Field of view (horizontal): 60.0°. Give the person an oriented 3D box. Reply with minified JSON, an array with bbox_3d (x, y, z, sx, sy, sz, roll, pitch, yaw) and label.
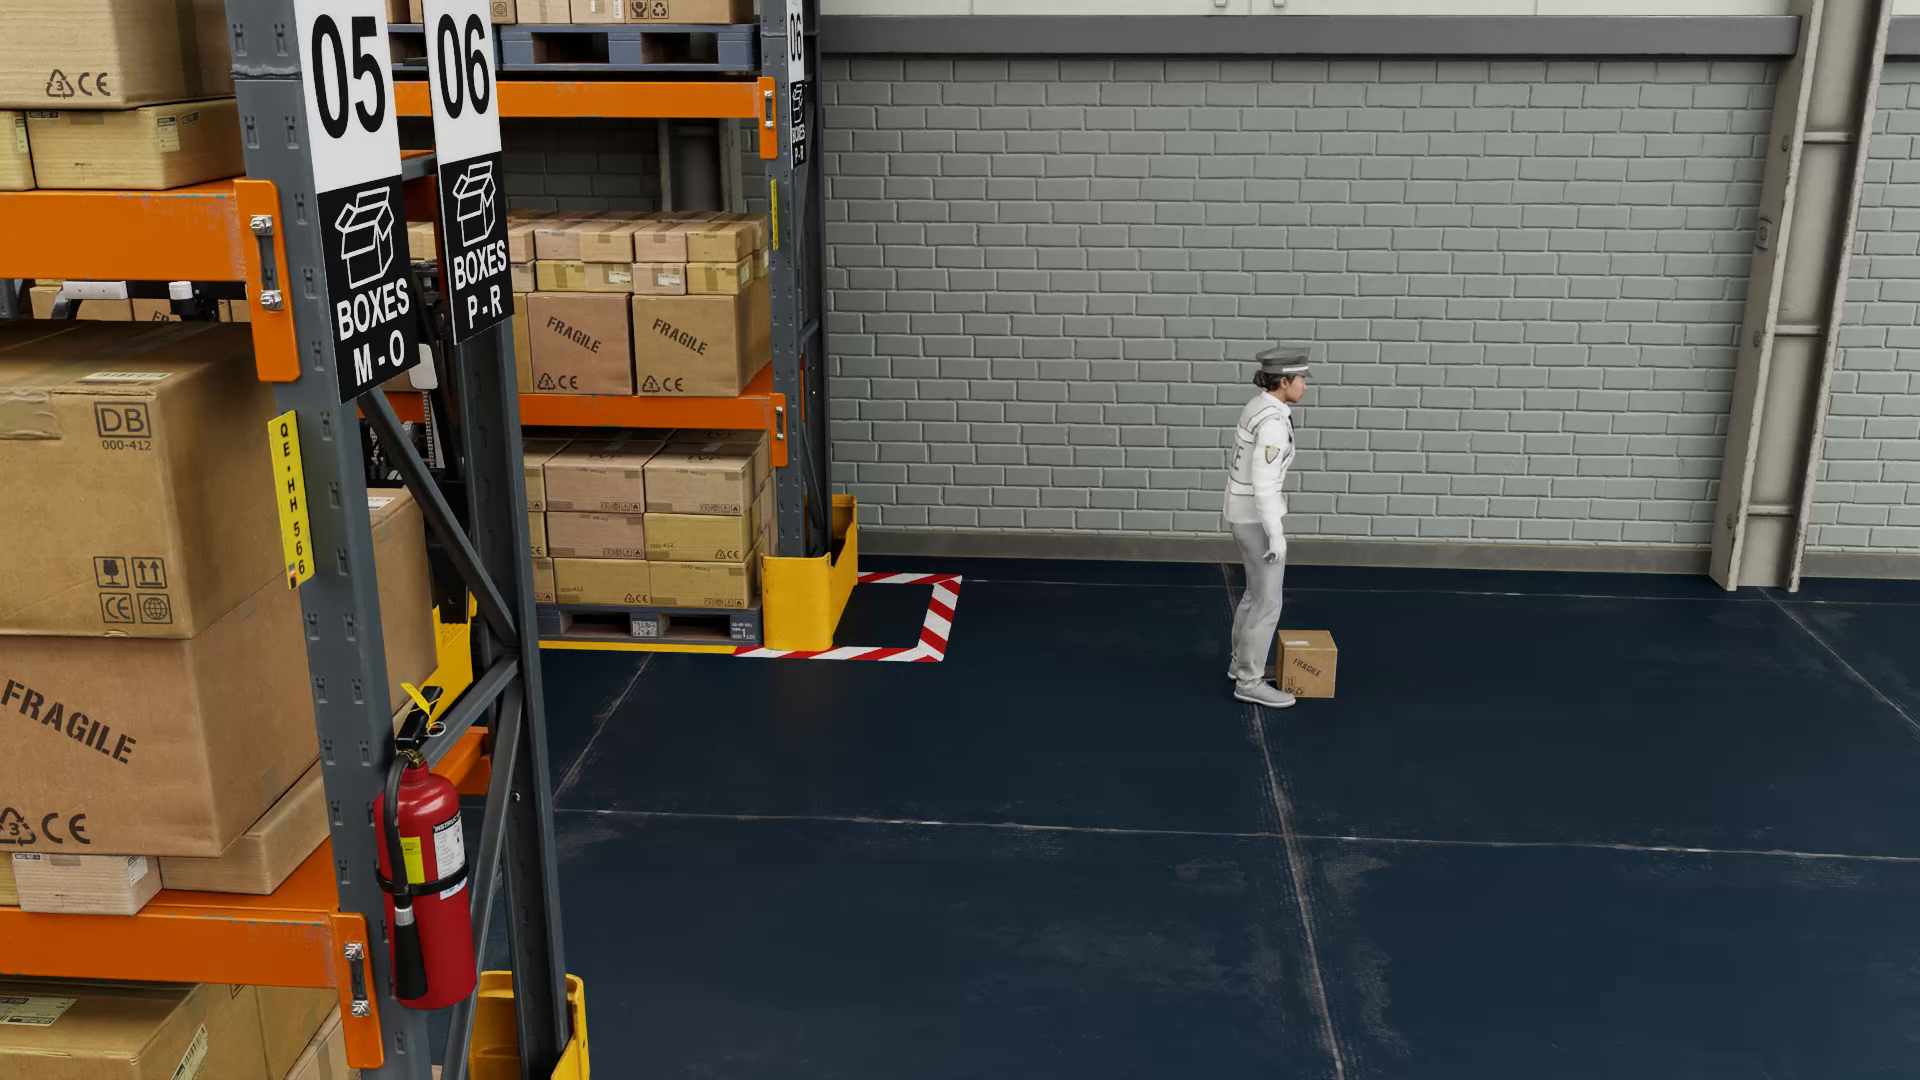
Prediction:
[{"bbox_3d":[1.423,-0.080,7.794,0.371,1.664,0.529,1,18,4],"label":"person"}]
